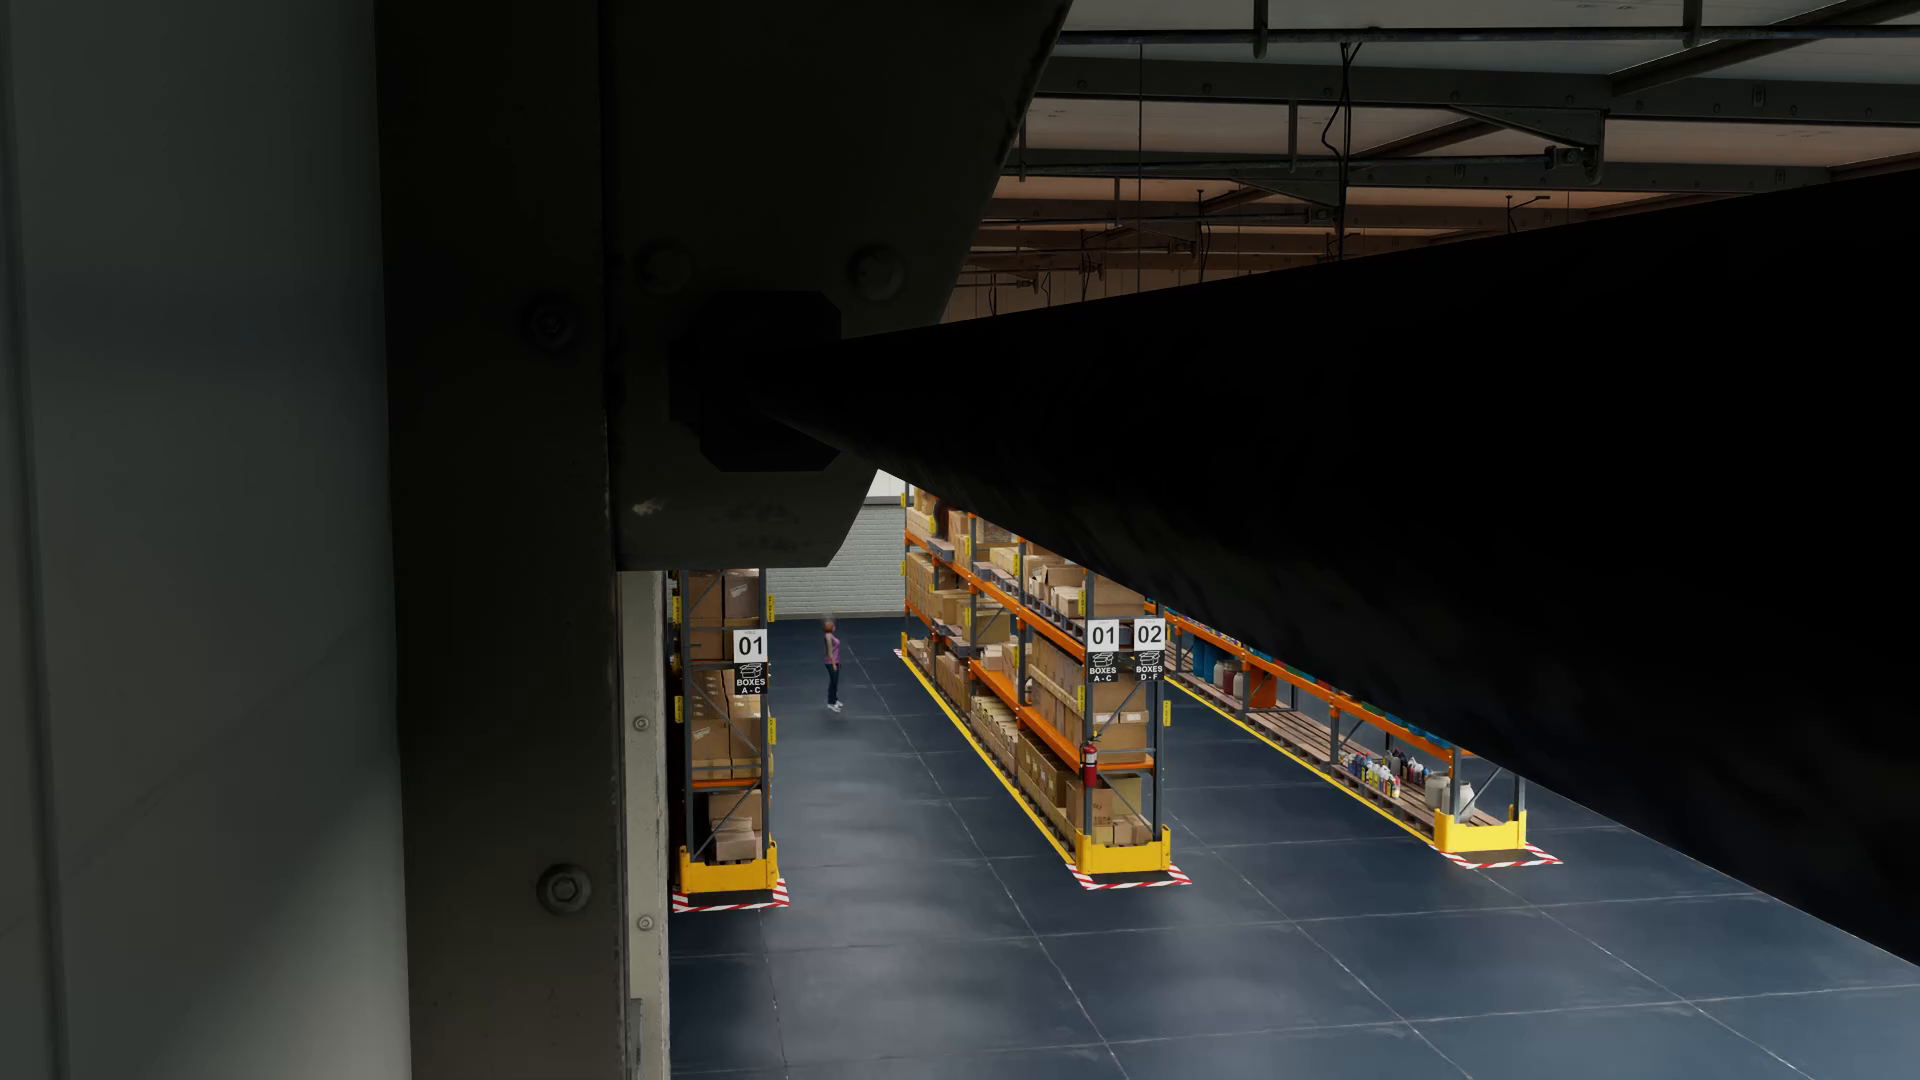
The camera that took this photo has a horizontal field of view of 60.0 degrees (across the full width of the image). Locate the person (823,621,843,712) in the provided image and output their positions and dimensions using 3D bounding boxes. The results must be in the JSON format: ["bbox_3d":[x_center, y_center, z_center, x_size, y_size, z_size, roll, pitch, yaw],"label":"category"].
[{"bbox_3d":[-2.318,2.287,30.447,0.368,1.643,0.499,1,6,10],"label":"person"}]
